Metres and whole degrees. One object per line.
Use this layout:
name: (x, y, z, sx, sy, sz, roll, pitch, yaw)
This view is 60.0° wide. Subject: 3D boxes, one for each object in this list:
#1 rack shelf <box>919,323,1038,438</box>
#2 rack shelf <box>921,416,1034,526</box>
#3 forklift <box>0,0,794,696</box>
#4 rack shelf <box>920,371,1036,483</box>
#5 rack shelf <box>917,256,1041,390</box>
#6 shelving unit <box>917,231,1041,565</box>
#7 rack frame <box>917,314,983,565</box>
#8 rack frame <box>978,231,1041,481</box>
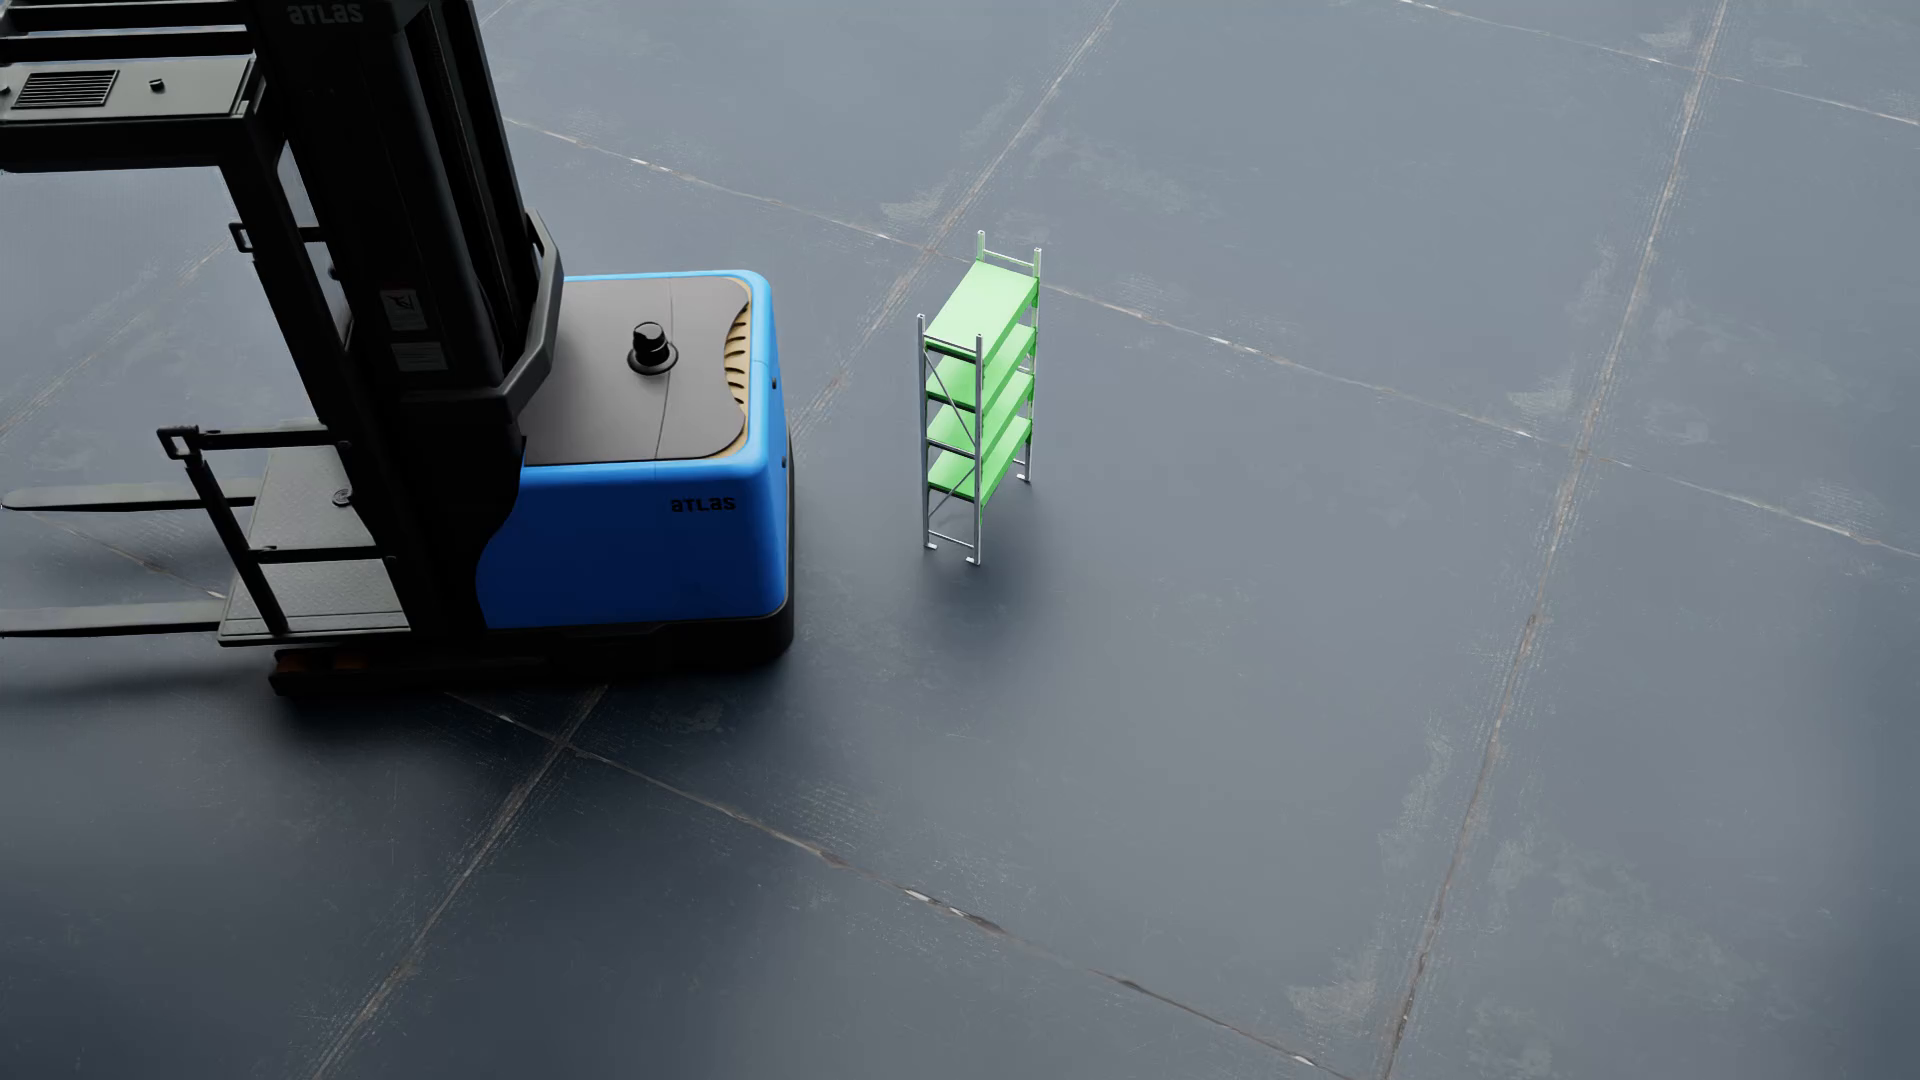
rack shelf: (0.071, -0.617, 6.071, 0.258, 0.148, 0.480, 20, 52, 16)
rack shelf: (0.071, -0.306, 6.437, 0.258, 0.148, 0.480, 20, 52, 16)
forklift: (-2.155, -0.799, 5.321, 3.031, 2.935, 1.130, -3, 50, -2)
rack shelf: (0.071, -0.461, 6.254, 0.258, 0.148, 0.480, 20, 52, 16)
rack shelf: (0.071, -0.772, 5.888, 0.258, 0.148, 0.480, 20, 52, 16)
shelving unit: (0.071, -0.503, 6.205, 0.258, 1.200, 0.503, 20, 52, 16)
rack frame: (-0.034, -0.335, 6.062, 0.240, 1.200, 0.015, 20, 52, 16)
rack frame: (0.175, -0.671, 6.348, 0.240, 1.200, 0.015, 20, 52, 16)
